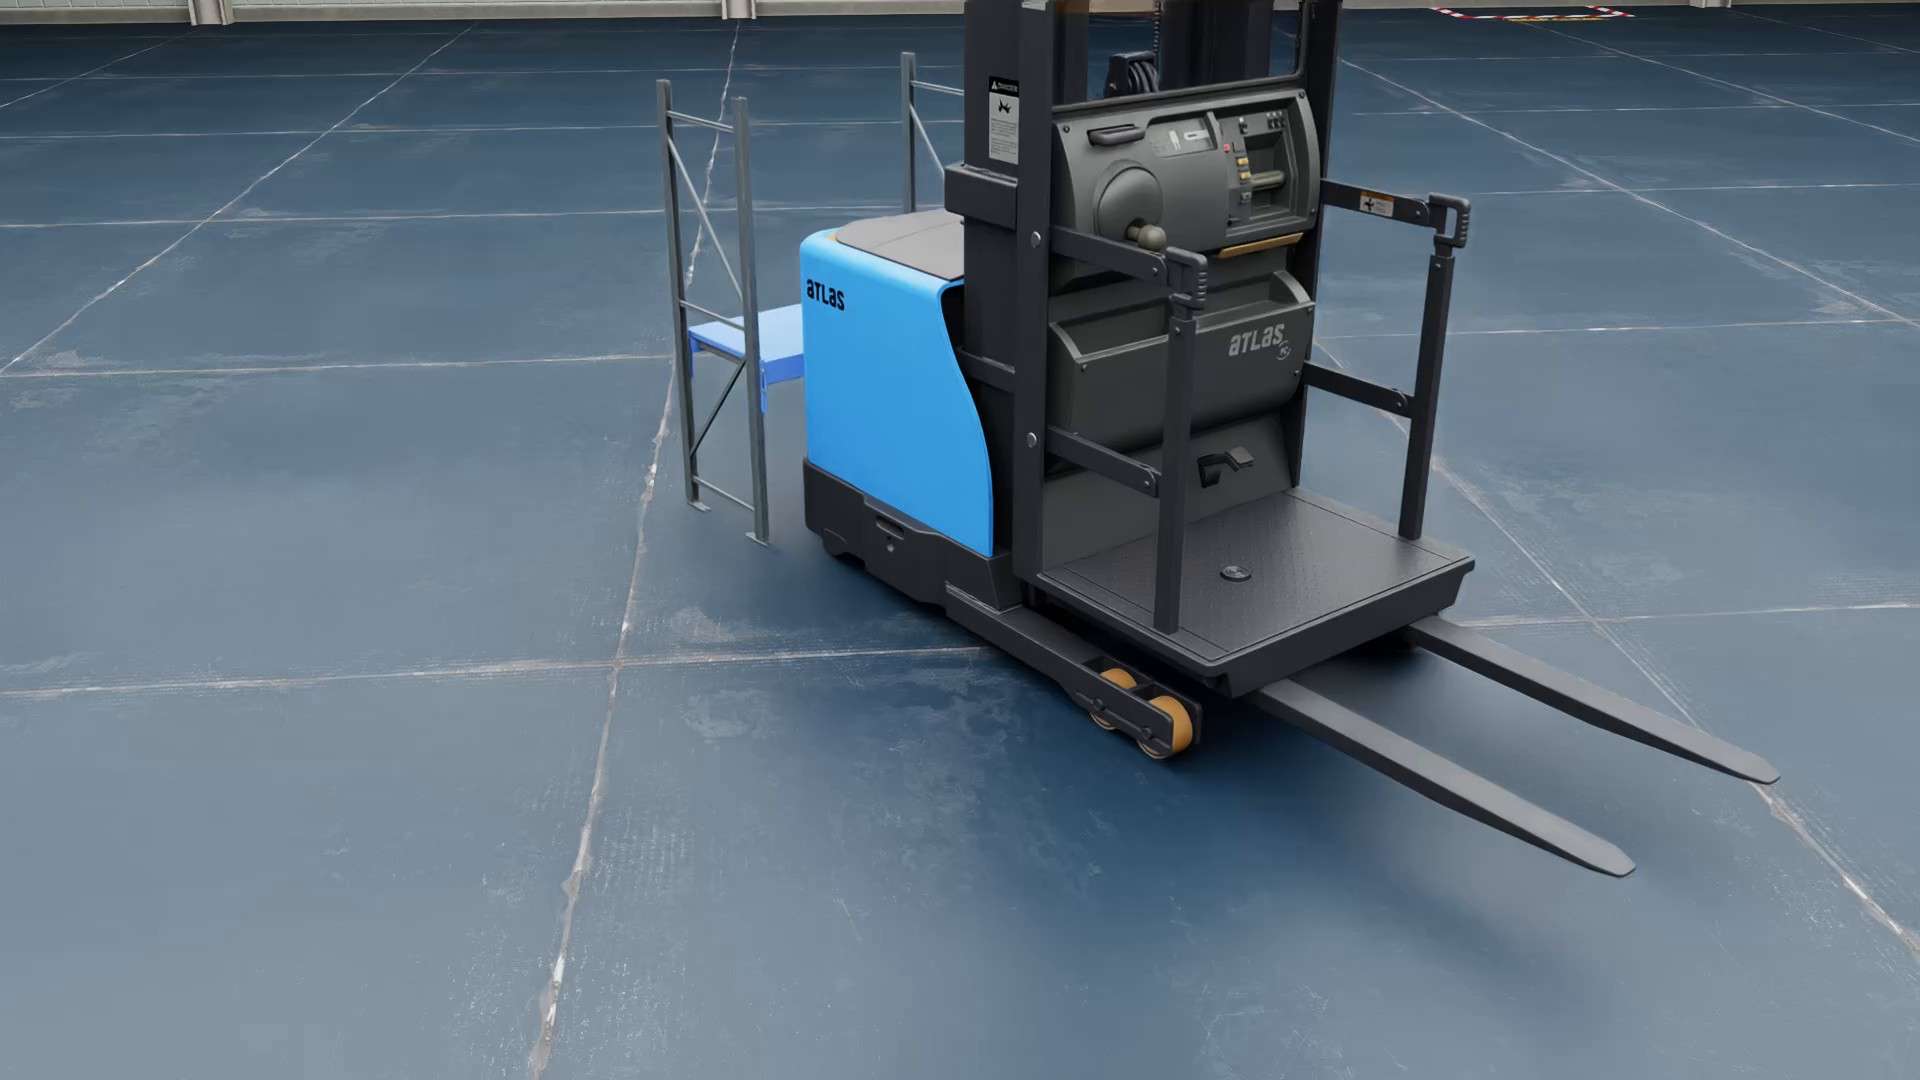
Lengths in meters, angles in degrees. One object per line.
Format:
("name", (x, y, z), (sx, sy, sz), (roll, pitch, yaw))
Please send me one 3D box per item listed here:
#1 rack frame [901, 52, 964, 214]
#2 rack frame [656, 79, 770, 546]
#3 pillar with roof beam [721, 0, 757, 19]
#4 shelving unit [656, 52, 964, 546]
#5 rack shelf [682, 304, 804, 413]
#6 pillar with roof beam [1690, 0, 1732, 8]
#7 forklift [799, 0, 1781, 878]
("rack frame", (-0.043, -1.010, 6.176), (0.032, 1.500, 0.500), (-19, 30, -36))
("rack frame", (-0.825, -0.746, 5.582), (0.032, 1.500, 0.500), (-19, 30, -36))
("pillar with roof beam", (13.065, -5.624, 7.324), (29.331, 9.000, 26.411), (-2, 24, -5))
("shelving unit", (-0.434, -0.878, 5.879), (1.048, 1.500, 0.538), (-19, 30, -36))
("rack shelf", (-0.434, -0.714, 5.952), (1.000, 0.185, 0.538), (-19, 30, -36))
("pillar with roof beam", (9.761, -9.024, 14.974), (0.400, 9.000, 9.100), (-2, 24, -5))
("forklift", (0.765, -0.982, 4.352), (1.130, 2.935, 3.031), (-17, 29, -34))
